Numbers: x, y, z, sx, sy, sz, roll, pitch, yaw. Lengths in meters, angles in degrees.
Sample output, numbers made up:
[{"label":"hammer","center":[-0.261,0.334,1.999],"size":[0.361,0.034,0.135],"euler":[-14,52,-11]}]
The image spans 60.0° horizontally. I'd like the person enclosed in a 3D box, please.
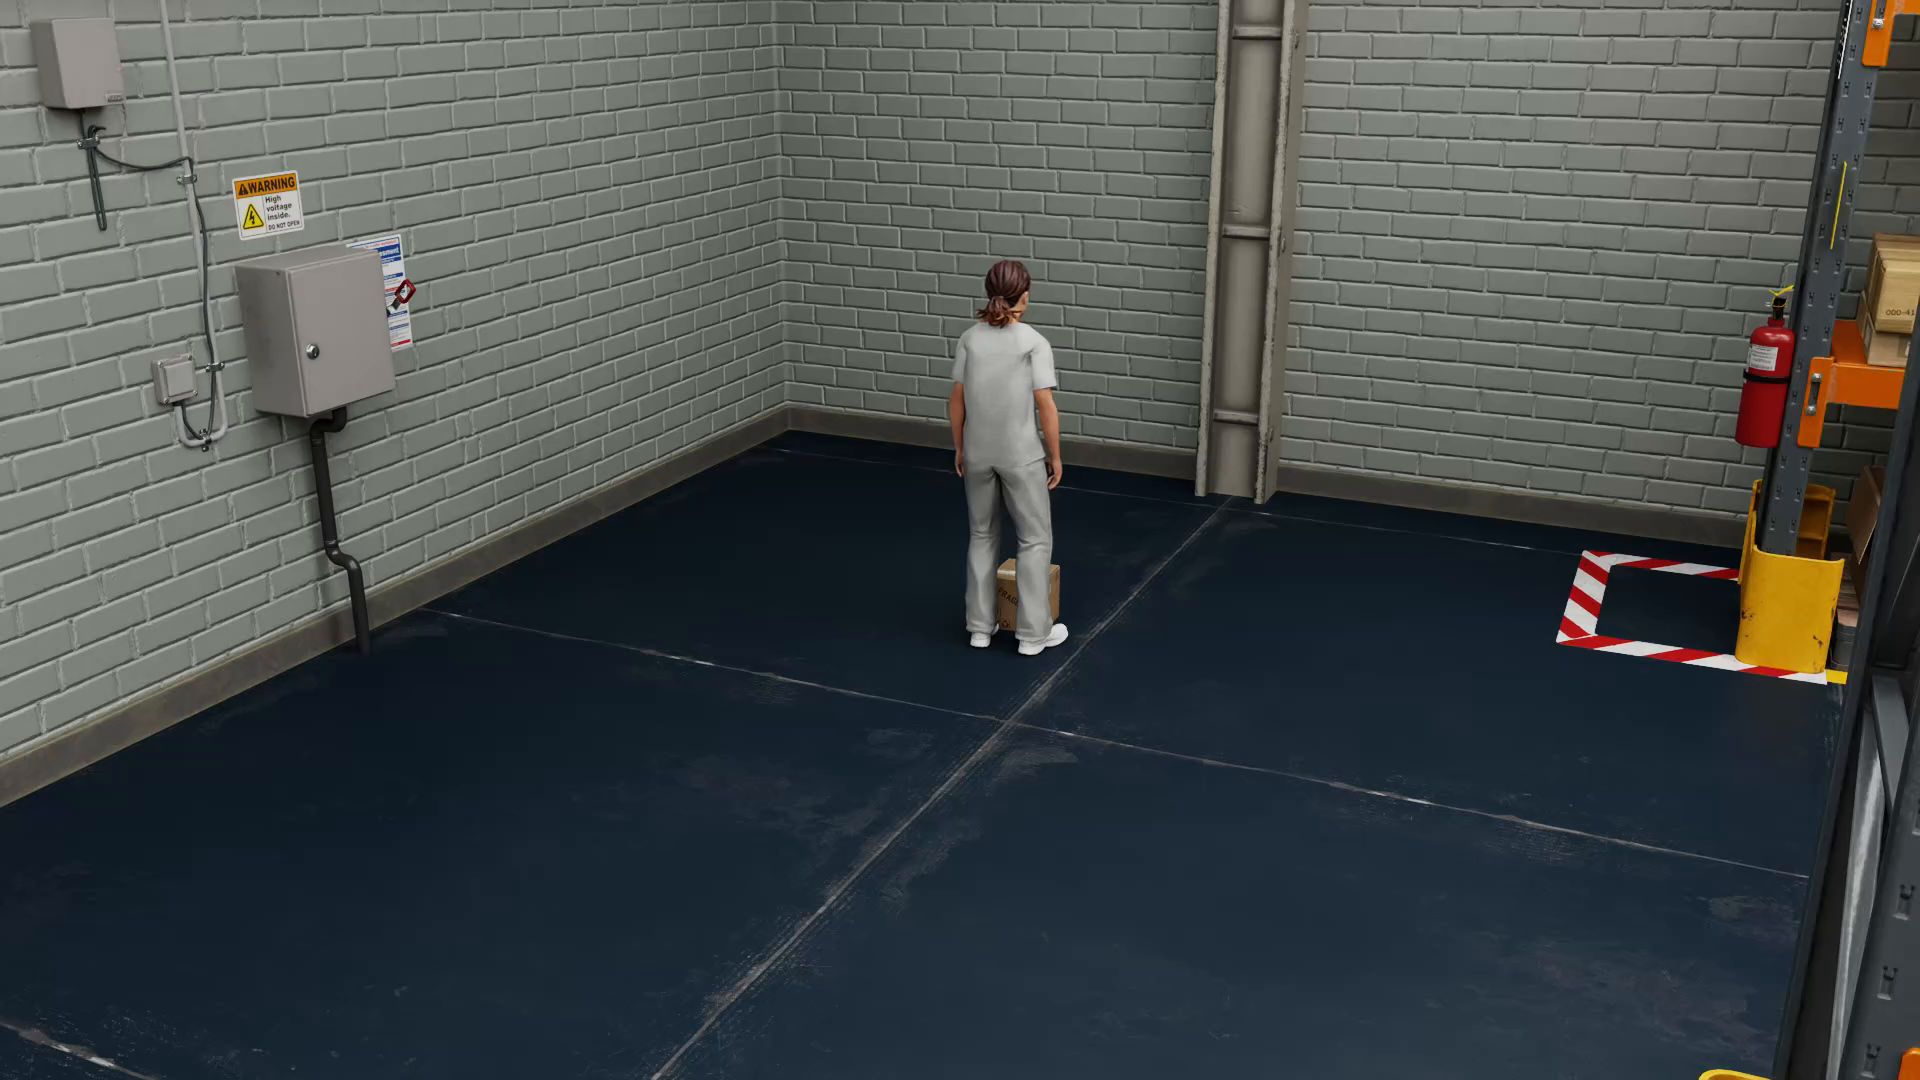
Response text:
[{"label":"person","center":[0.196,-0.342,7.056],"size":[0.496,1.672,0.352],"euler":[8,21,22]}]
